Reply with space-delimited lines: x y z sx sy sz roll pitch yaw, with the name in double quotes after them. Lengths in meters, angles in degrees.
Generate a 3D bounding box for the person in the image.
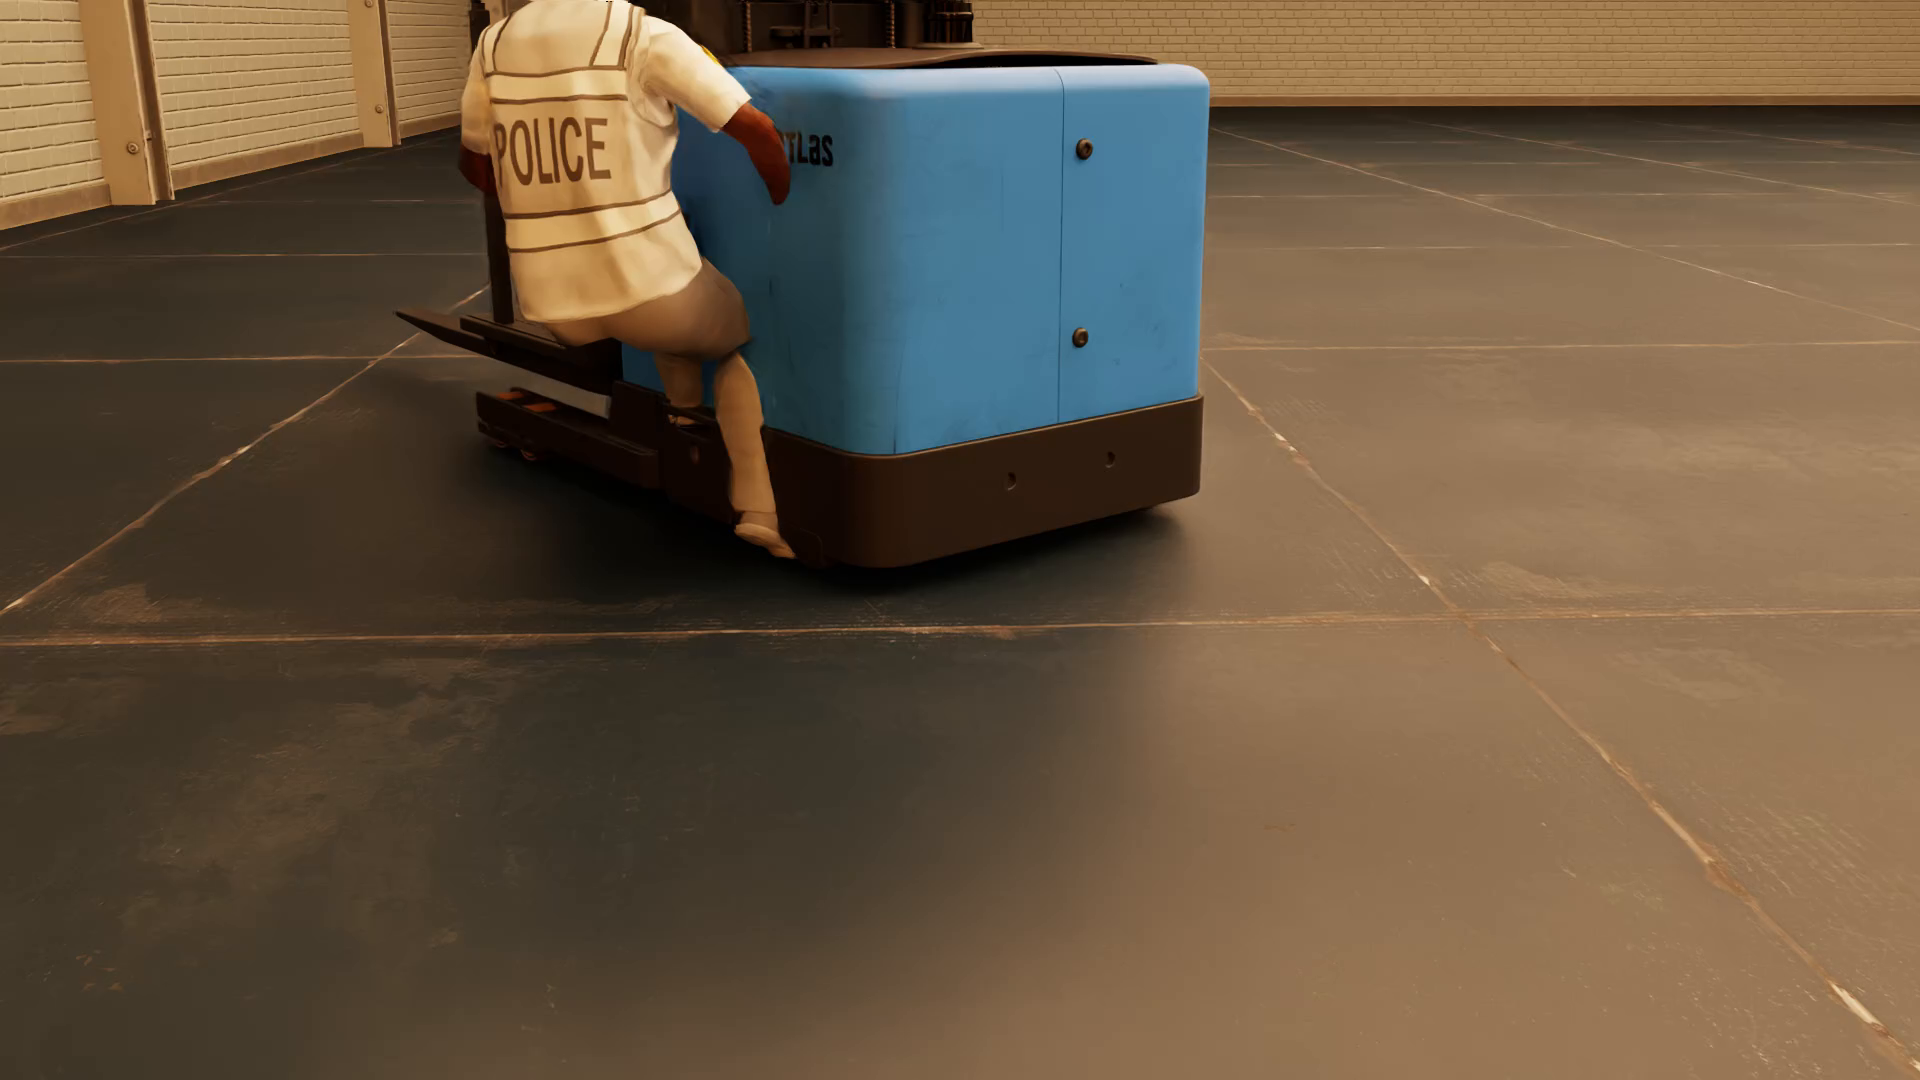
-0.663 -0.627 3.631 0.730 1.453 0.812 4 17 12 "person"

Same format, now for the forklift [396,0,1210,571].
-0.734 -1.700 4.466 1.130 2.935 3.031 -13 22 -37 "forklift"
